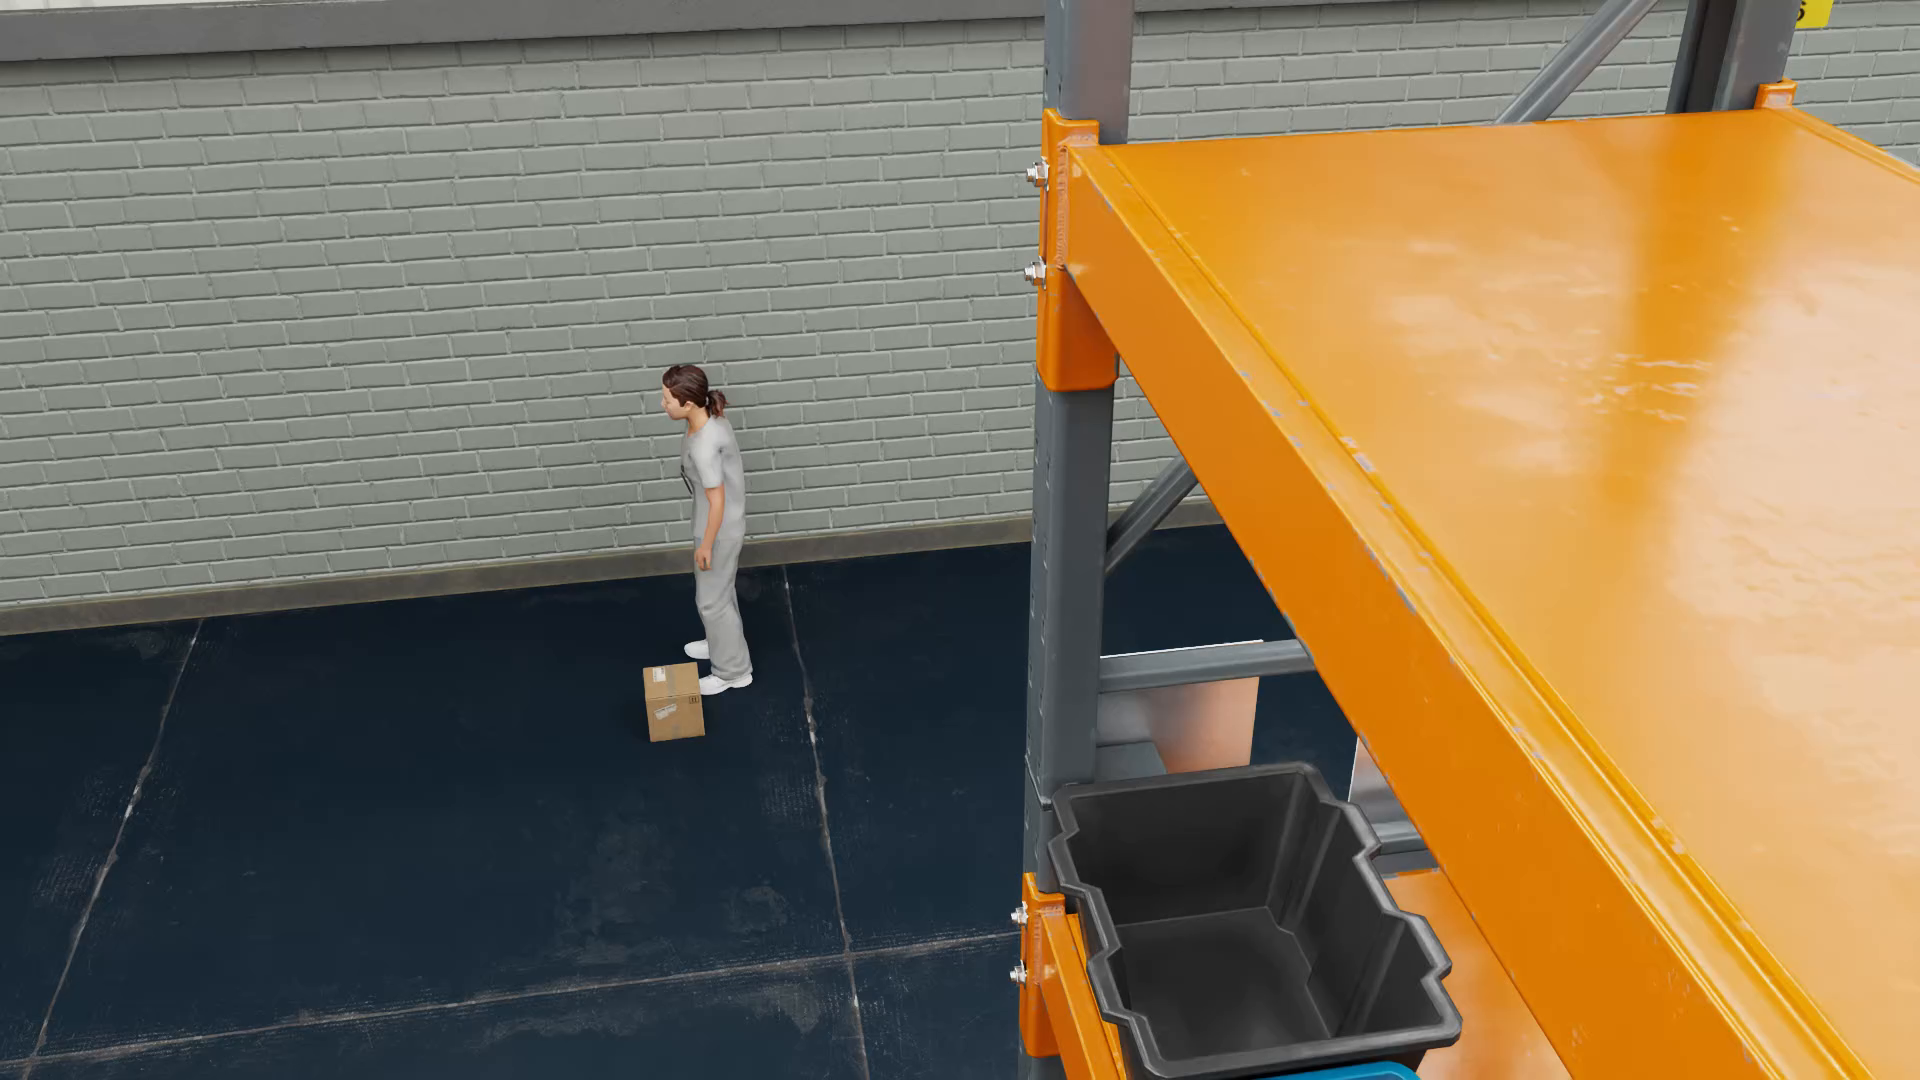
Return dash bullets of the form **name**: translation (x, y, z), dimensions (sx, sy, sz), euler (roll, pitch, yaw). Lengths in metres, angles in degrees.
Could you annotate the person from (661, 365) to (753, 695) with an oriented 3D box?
- **person**: translation (-1.164, -0.058, 7.730), dimensions (0.352, 1.673, 0.488), euler (-5, 31, -9)
